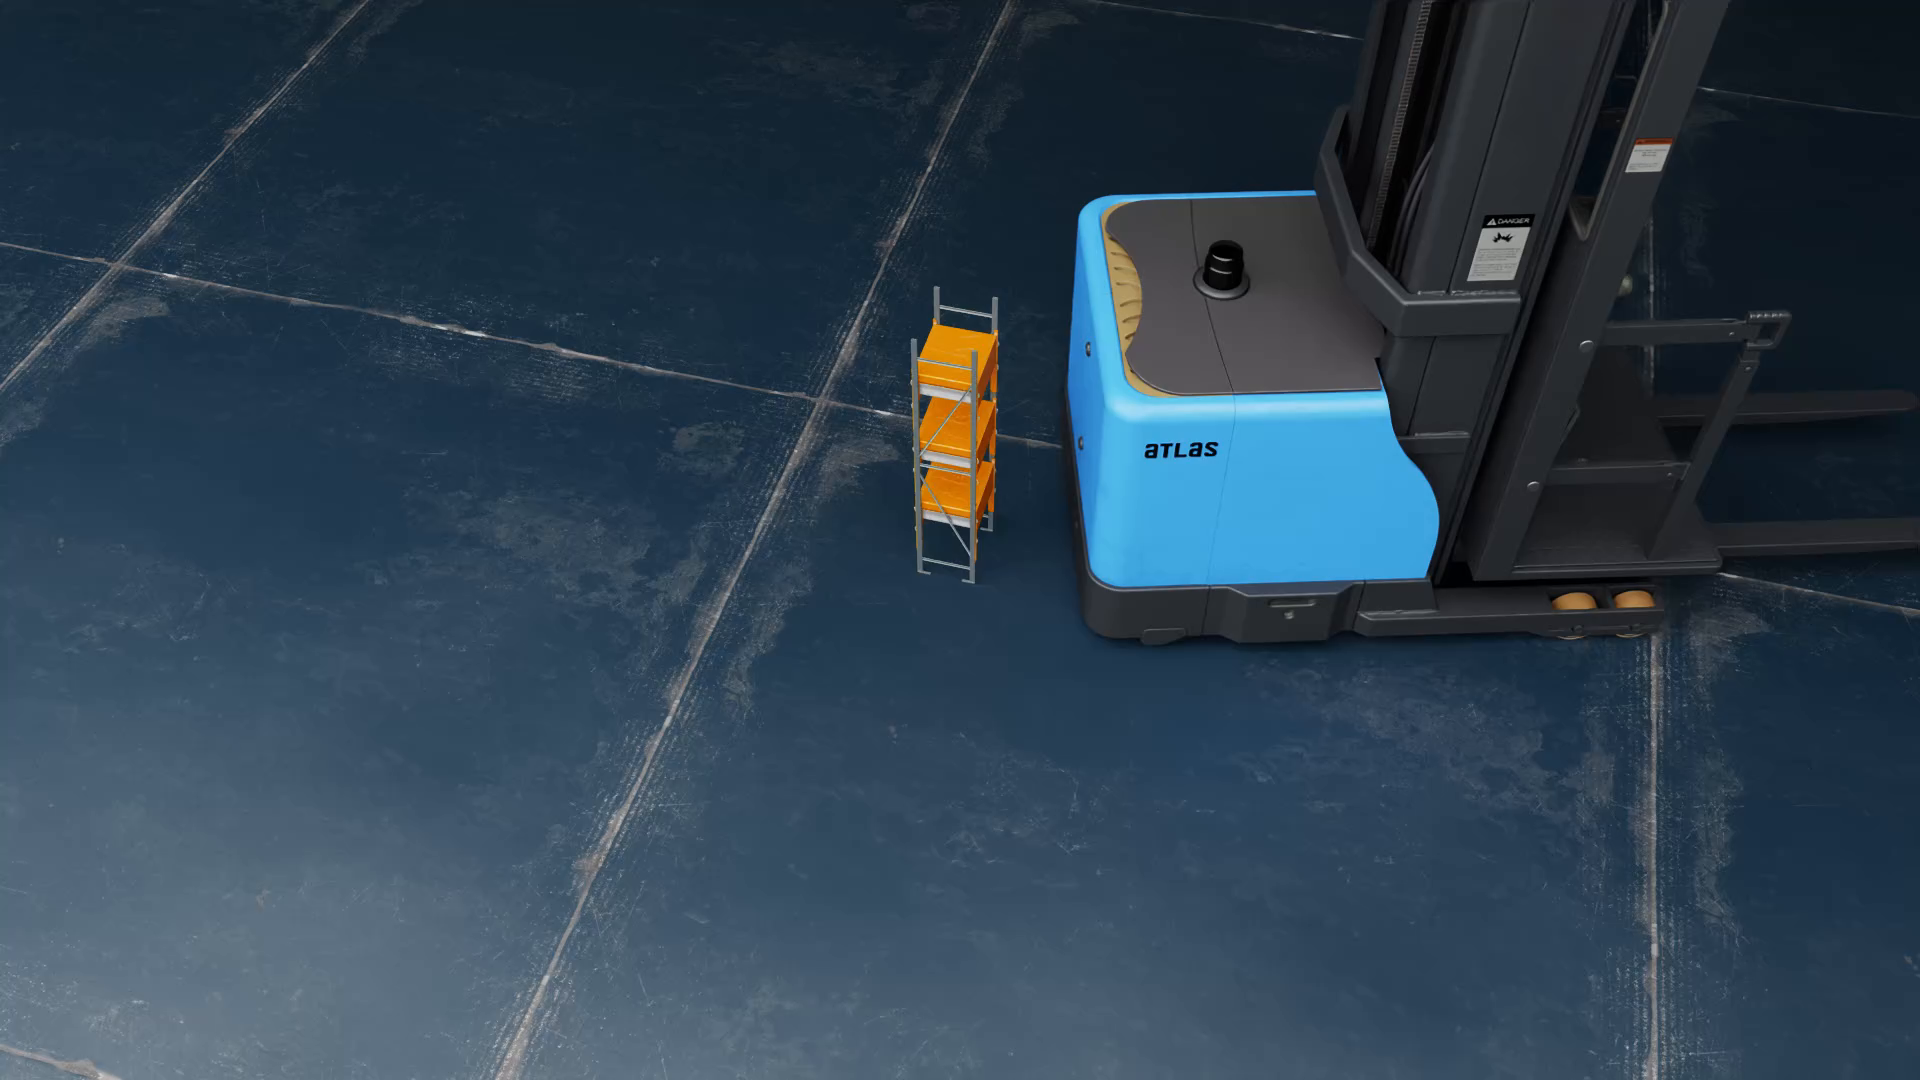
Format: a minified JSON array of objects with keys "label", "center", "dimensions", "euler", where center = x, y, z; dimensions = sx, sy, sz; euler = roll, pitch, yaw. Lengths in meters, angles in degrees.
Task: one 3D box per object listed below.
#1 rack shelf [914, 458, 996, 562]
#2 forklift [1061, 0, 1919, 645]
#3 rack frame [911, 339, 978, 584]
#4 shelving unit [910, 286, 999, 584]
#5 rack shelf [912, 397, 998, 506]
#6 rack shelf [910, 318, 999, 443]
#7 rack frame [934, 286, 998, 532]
[{"label":"rack shelf","center":[-0.014,-0.118,5.539],"dimensions":[0.215,0.259,0.240],"euler":[12,50,10]},{"label":"forklift","center":[1.895,-1.042,4.715],"dimensions":[3.031,2.935,1.130],"euler":[-2,49,-2]},{"label":"rack frame","center":[-0.046,-0.220,5.244],"dimensions":[0.200,1.050,0.008],"euler":[12,50,10]},{"label":"shelving unit","center":[-0.014,-0.309,5.322],"dimensions":[0.215,1.050,0.252],"euler":[12,50,10]},{"label":"rack shelf","center":[-0.014,-0.302,5.330],"dimensions":[0.215,0.259,0.240],"euler":[12,50,10]},{"label":"rack shelf","center":[-0.014,-0.489,5.117],"dimensions":[0.215,0.259,0.240],"euler":[12,50,10]},{"label":"rack frame","center":[0.018,-0.397,5.400],"dimensions":[0.200,1.050,0.008],"euler":[12,50,10]}]
